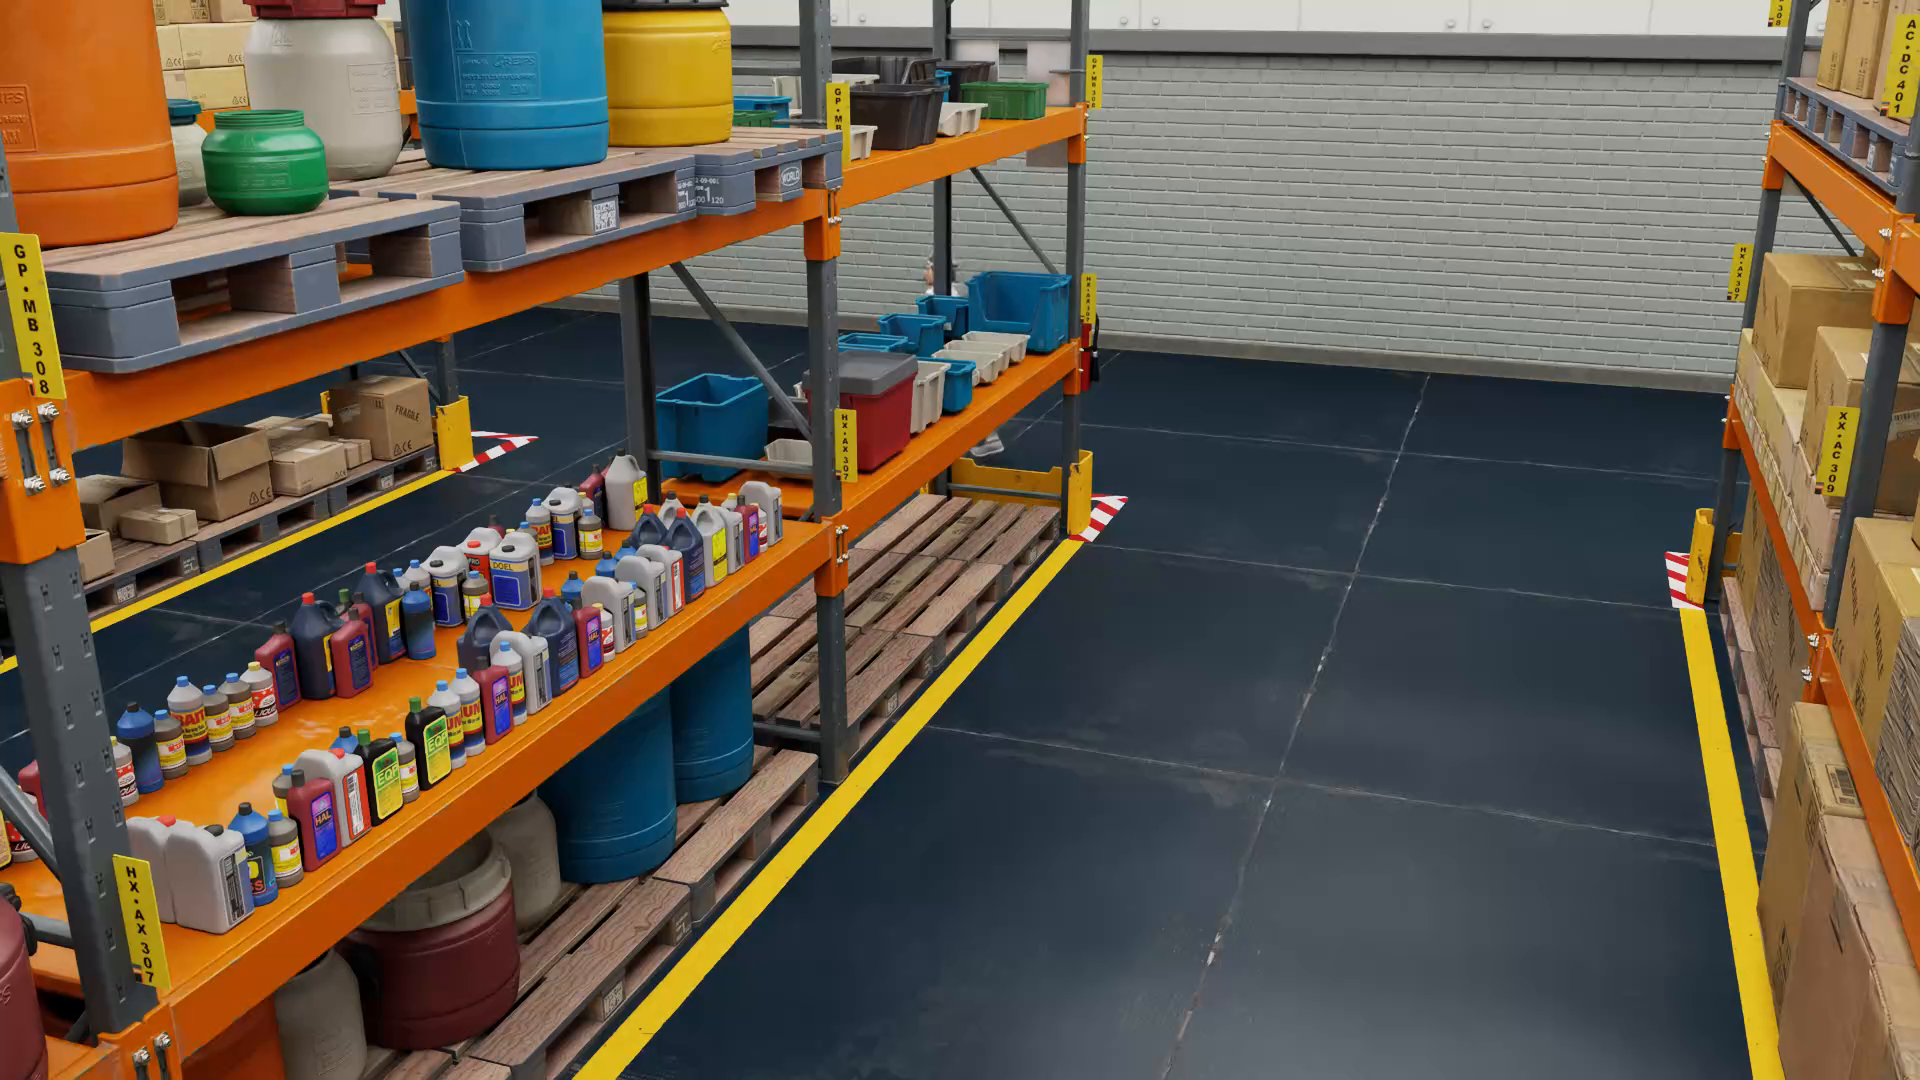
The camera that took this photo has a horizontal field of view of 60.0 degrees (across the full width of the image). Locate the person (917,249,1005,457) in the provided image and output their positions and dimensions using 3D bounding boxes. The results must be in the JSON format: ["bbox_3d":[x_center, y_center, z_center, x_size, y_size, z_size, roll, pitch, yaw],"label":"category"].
[{"bbox_3d":[-0.187,-1.397,12.631,1.044,1.622,0.497,6,20,16],"label":"person"}]
